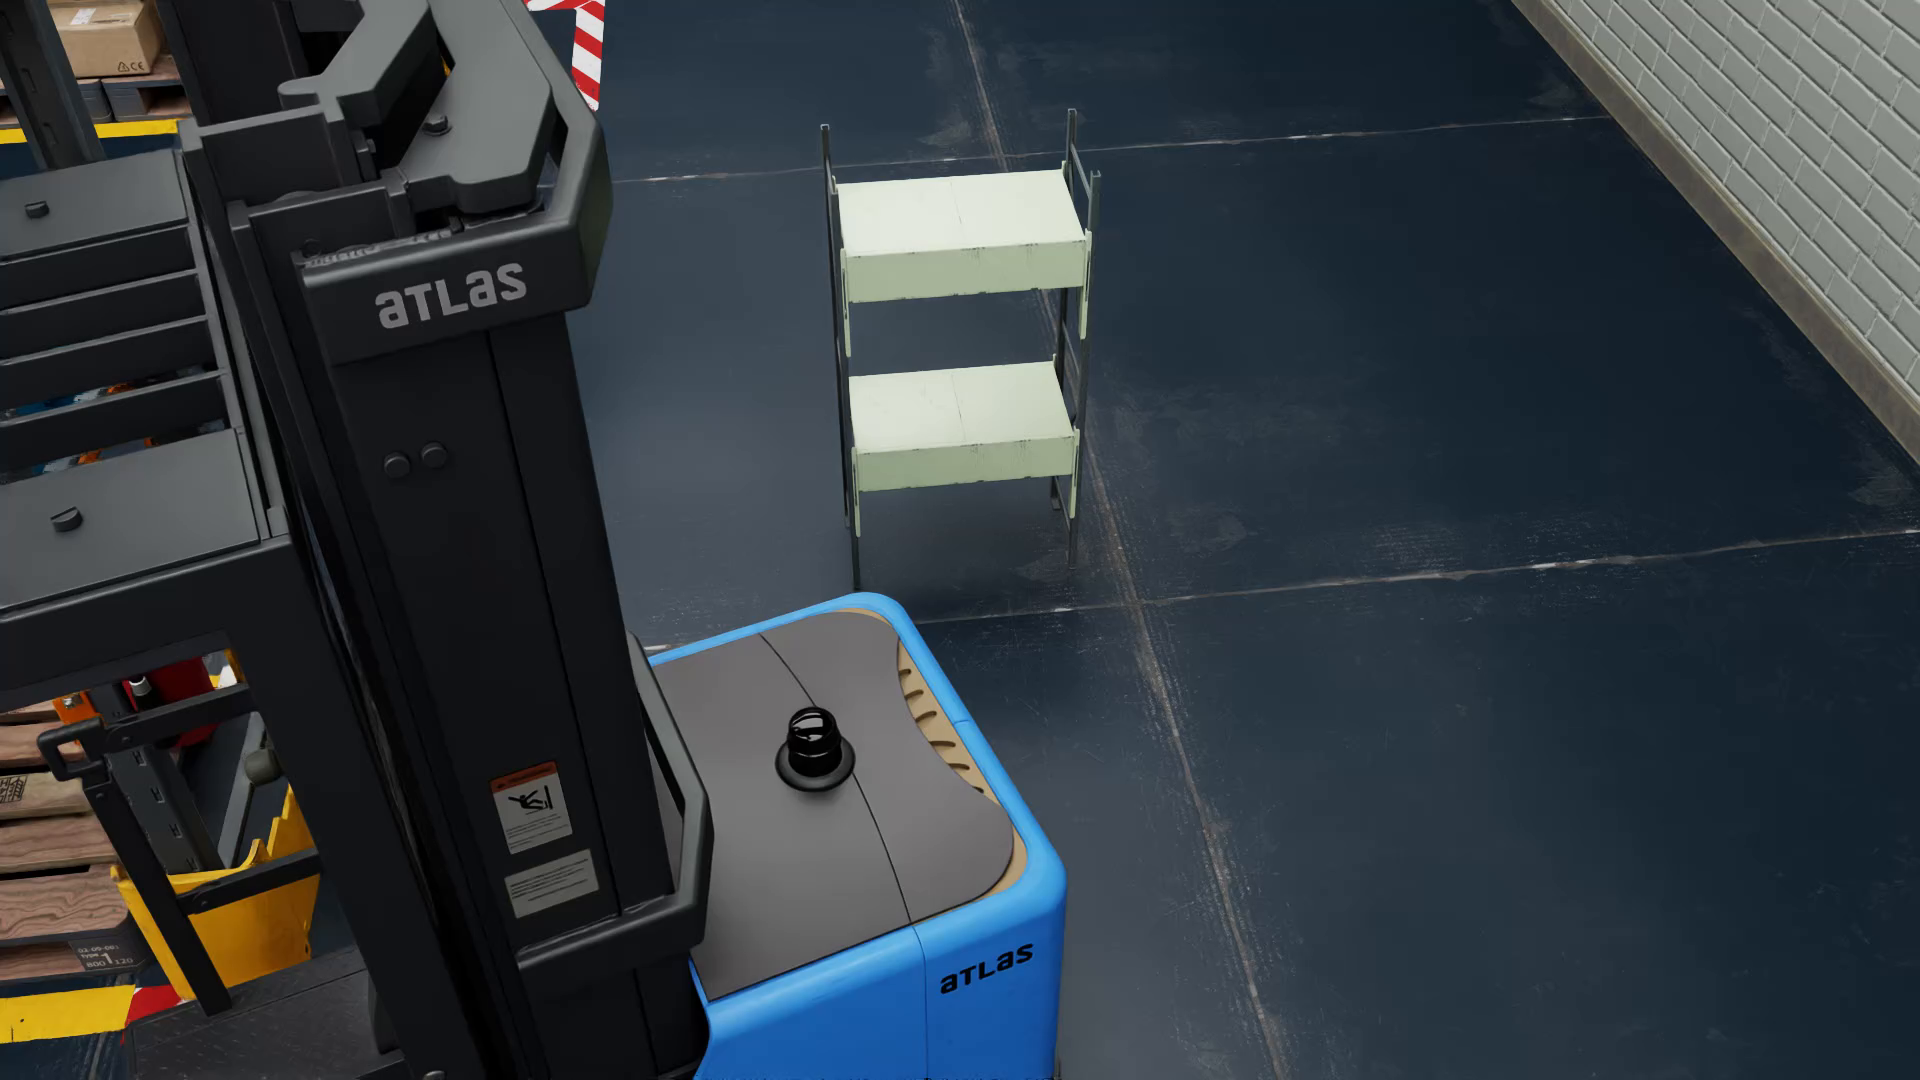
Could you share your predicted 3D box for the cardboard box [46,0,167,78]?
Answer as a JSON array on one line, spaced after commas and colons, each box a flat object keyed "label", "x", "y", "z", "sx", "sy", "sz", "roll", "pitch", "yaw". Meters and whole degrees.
[{"label": "cardboard box", "x": -4.106, "y": -2.440, "z": 7.940, "sx": 0.500, "sy": 0.250, "sz": 0.500, "roll": -5, "pitch": 42, "yaw": -6}]

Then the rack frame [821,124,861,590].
[{"label": "rack frame", "x": -0.370, "y": -0.525, "z": 5.212, "sx": 0.023, "sy": 1.500, "sz": 0.400, "roll": -5, "pitch": 42, "yaw": -6}]

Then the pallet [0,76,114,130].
[{"label": "pallet", "x": -4.726, "y": -2.355, "z": 8.204, "sx": 1.213, "sy": 0.211, "sz": 1.003, "roll": -5, "pitch": 42, "yaw": -6}]

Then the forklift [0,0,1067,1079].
[{"label": "forklift", "x": -1.323, "y": 0.521, "z": 2.984, "sx": 3.031, "sy": 2.935, "sz": 1.130, "roll": -17, "pitch": 45, "yaw": -18}]

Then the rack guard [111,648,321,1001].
[{"label": "rack guard", "x": -1.992, "y": 0.636, "z": 4.671, "sx": 0.348, "sy": 0.500, "sz": 1.175, "roll": -5, "pitch": 42, "yaw": -6}]

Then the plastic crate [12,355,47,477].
[{"label": "plastic crate", "x": -2.322, "y": -0.163, "z": 3.620, "sx": 0.499, "sy": 0.435, "sz": 0.616, "roll": -5, "pitch": 42, "yaw": -6}]

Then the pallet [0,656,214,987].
[{"label": "pallet", "x": -2.837, "y": 0.800, "z": 4.705, "sx": 1.213, "sy": 0.211, "sz": 1.003, "roll": -5, "pitch": 42, "yaw": -6}]

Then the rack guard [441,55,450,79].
[{"label": "rack guard", "x": -2.728, "y": -2.636, "z": 8.299, "sx": 0.348, "sy": 0.500, "sz": 1.175, "roll": -5, "pitch": 42, "yaw": -6}]

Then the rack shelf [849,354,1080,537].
[{"label": "rack shelf", "x": -0.007, "y": -0.314, "z": 5.465, "sx": 0.720, "sy": 0.370, "sz": 0.431, "roll": -5, "pitch": 42, "yaw": -6}]

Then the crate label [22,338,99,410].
[{"label": "crate label", "x": -2.302, "y": -0.438, "z": 4.077, "sx": 0.303, "sy": 0.233, "sz": 0.416, "roll": -5, "pitch": 42, "yaw": -6}]

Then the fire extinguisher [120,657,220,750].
[{"label": "fire extinguisher", "x": -1.806, "y": 0.175, "z": 3.653, "sx": 0.183, "sy": 0.674, "sz": 0.296, "roll": -5, "pitch": 42, "yaw": -6}]

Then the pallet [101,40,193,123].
[{"label": "pallet", "x": -3.518, "y": -2.459, "z": 8.319, "sx": 1.213, "sy": 0.211, "sz": 1.003, "roll": -5, "pitch": 42, "yaw": -6}]

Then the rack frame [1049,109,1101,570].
[{"label": "rack frame", "x": 0.356, "y": -0.588, "z": 5.282, "sx": 0.023, "sy": 1.500, "sz": 0.400, "roll": -5, "pitch": 42, "yaw": -6}]

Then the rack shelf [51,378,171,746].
[{"label": "rack shelf", "x": -3.997, "y": 0.160, "z": 3.870, "sx": 4.000, "sy": 0.370, "sz": 1.077, "roll": -5, "pitch": 42, "yaw": -6}]

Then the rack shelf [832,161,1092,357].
[{"label": "rack shelf", "x": -0.007, "y": -0.846, "z": 4.986, "sx": 0.720, "sy": 0.370, "sz": 0.431, "roll": -5, "pitch": 42, "yaw": -6}]

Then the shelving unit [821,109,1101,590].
[{"label": "shelving unit", "x": -0.007, "y": -0.556, "z": 5.247, "sx": 0.755, "sy": 1.500, "sz": 0.431, "roll": -5, "pitch": 42, "yaw": -6}]

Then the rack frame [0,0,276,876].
[{"label": "rack frame", "x": -2.014, "y": -0.281, "z": 3.822, "sx": 0.127, "sy": 3.000, "sz": 1.000, "roll": -5, "pitch": 42, "yaw": -6}]
